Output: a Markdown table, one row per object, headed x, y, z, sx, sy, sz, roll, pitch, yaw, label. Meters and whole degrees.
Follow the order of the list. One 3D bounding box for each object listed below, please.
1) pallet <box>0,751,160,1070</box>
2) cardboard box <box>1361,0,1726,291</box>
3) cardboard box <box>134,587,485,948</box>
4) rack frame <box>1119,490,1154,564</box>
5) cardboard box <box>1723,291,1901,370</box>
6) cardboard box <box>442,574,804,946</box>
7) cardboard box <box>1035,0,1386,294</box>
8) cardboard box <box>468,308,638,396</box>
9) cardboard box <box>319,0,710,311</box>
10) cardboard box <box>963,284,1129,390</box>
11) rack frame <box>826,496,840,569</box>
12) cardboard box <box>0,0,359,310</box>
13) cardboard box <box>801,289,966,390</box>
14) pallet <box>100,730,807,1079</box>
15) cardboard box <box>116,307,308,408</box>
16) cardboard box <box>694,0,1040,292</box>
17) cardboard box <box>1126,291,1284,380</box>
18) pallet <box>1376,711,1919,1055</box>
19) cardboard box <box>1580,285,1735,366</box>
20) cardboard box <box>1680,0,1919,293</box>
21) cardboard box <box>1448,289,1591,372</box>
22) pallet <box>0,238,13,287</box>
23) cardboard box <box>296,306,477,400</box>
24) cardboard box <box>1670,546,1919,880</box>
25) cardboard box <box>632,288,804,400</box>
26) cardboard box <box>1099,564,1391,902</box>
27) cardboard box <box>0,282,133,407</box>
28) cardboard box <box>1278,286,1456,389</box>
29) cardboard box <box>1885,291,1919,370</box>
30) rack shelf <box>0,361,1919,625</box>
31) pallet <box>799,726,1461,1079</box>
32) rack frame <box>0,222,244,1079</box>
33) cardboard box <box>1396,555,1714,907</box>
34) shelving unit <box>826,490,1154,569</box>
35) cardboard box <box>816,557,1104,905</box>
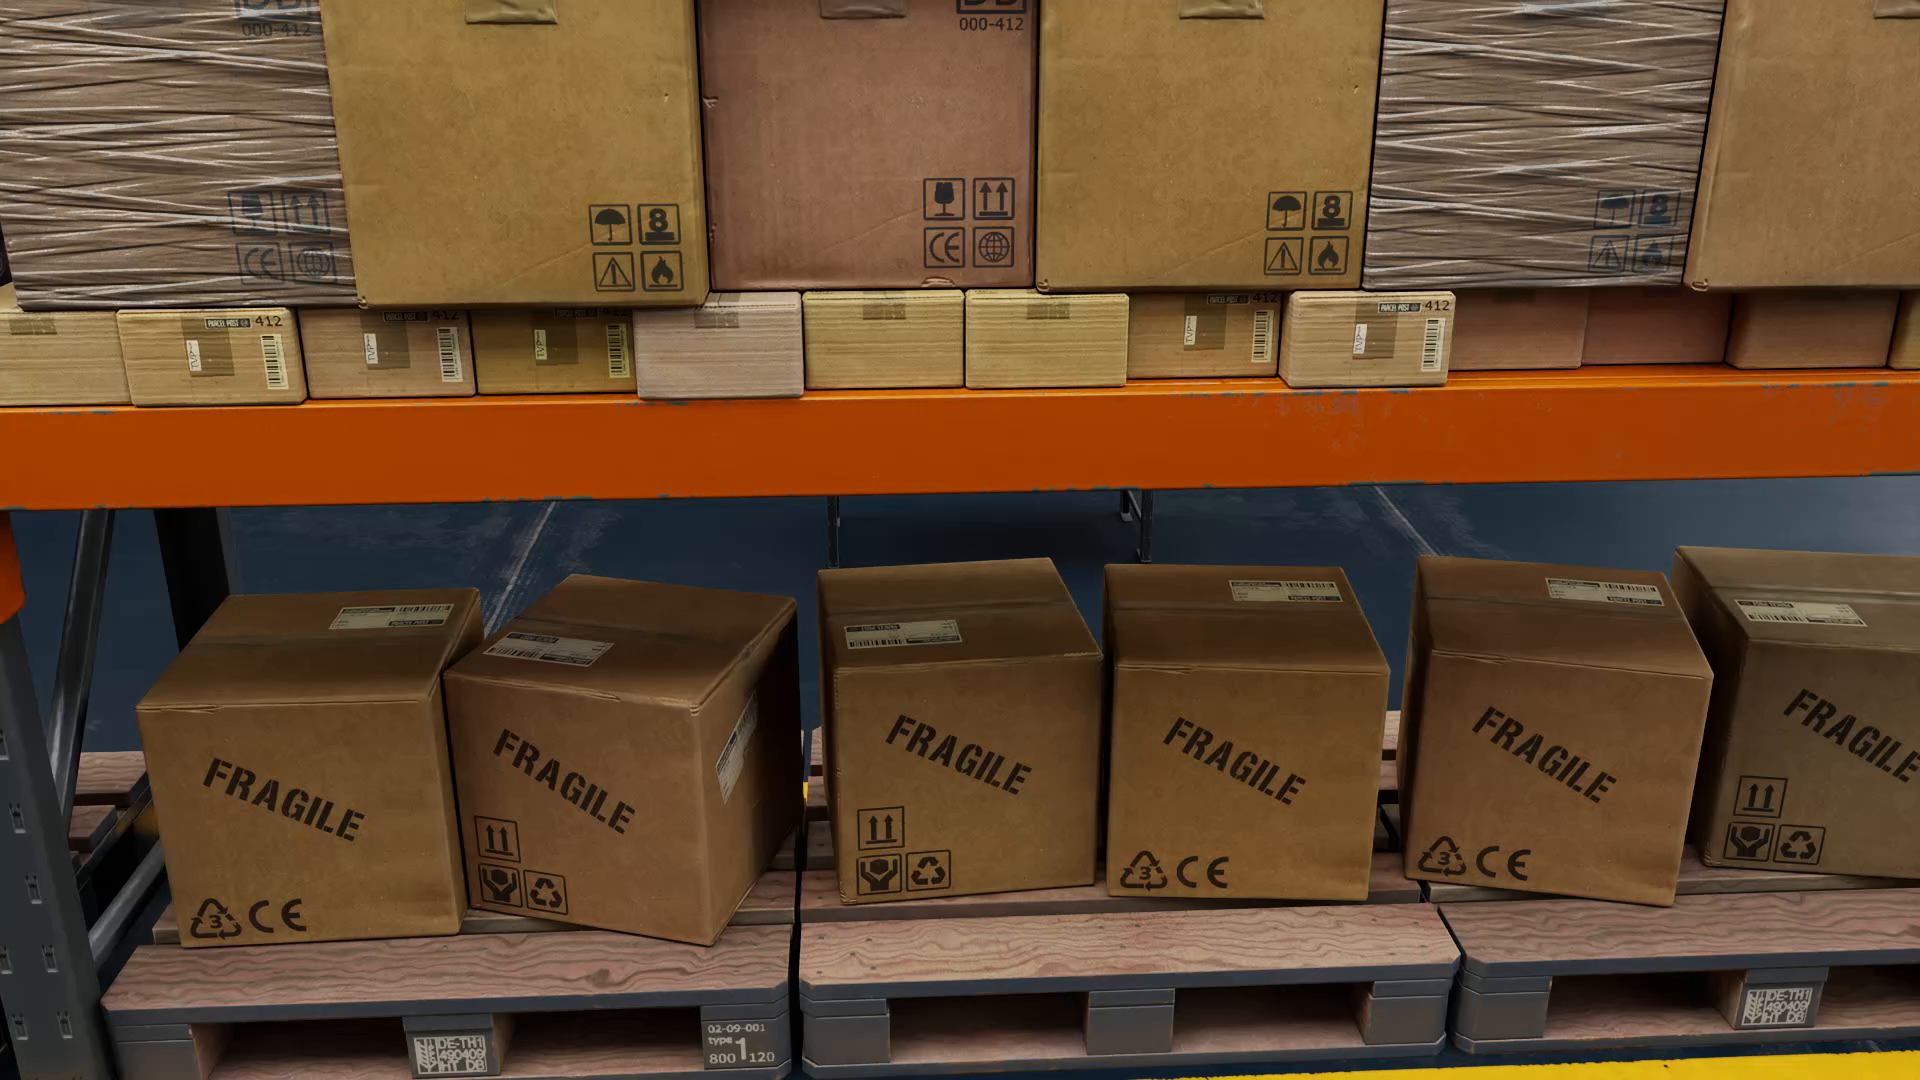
| x | y | z | sx | sy | sz | roll | pitch | yaw | label |
| --- | --- | --- | --- | --- | --- | --- | --- | --- | --- |
| -2.382 | 0.765 | 3.315 | 1.213 | 0.211 | 1.003 | -1 | 21 | -3 | pallet |
| 0.844 | -0.772 | 2.876 | 0.500 | 0.500 | 0.875 | -1 | 21 | -3 | cardboard box |
| -1.204 | 0.424 | 3.216 | 0.500 | 0.500 | 0.500 | -2 | 21 | -5 | cardboard box |
| 0.593 | -0.713 | 5.386 | 0.032 | 1.500 | 0.500 | -1 | 21 | -3 | rack frame |
| 1.369 | -0.411 | 2.839 | 0.250 | 0.149 | 0.380 | -1 | 21 | -3 | cardboard box |
| -0.632 | 0.409 | 3.253 | 0.500 | 0.500 | 0.500 | 5 | 22 | 14 | cardboard box |
| 0.344 | -0.766 | 2.860 | 0.500 | 0.500 | 0.875 | -1 | 21 | -3 | cardboard box |
| -0.626 | -0.358 | 2.700 | 0.250 | 0.149 | 0.380 | -1 | 21 | -3 | cardboard box |
| -0.651 | -0.725 | 2.751 | 0.500 | 0.500 | 0.875 | -1 | 21 | -3 | cardboard box |
| 0.123 | -0.370 | 2.730 | 0.250 | 0.149 | 0.380 | -1 | 21 | -3 | cardboard box |
| -0.422 | -0.692 | 5.332 | 0.032 | 1.500 | 0.500 | -1 | 21 | -3 | rack frame |
| -1.152 | -0.727 | 2.757 | 0.500 | 0.500 | 0.875 | -1 | 21 | -3 | cardboard box |
| -0.127 | -0.369 | 2.727 | 0.250 | 0.149 | 0.380 | -1 | 21 | -3 | cardboard box |
| -0.937 | 0.723 | 3.427 | 1.213 | 0.211 | 1.003 | -1 | 21 | -3 | pallet |
| -1.123 | -0.335 | 2.638 | 0.250 | 0.149 | 0.380 | -1 | 21 | -3 | cardboard box |
| -0.158 | -0.771 | 2.872 | 0.500 | 0.500 | 0.875 | -1 | 21 | -3 | cardboard box |
| 0.370 | -0.391 | 2.785 | 0.250 | 0.149 | 0.380 | -1 | 21 | -3 | cardboard box |
| 1.499 | 0.673 | 3.557 | 1.213 | 0.211 | 1.003 | -1 | 21 | -3 | pallet |
| 1.117 | -0.421 | 2.864 | 0.250 | 0.149 | 0.380 | -1 | 21 | -3 | cardboard box |
| 1.345 | -0.767 | 2.862 | 0.500 | 0.500 | 0.875 | -1 | 21 | -3 | cardboard box |
| 0.869 | -0.408 | 2.830 | 0.250 | 0.149 | 0.380 | -1 | 21 | -3 | cardboard box |
| -2.376 | -0.501 | 2.991 | 1.213 | 0.211 | 1.003 | -1 | 21 | -3 | pallet |
| -0.875 | -0.350 | 2.678 | 0.250 | 0.149 | 0.380 | -1 | 21 | -3 | cardboard box |
| 1.764 | 0.343 | 3.427 | 0.500 | 0.500 | 0.500 | 3 | 21 | 7 | cardboard box |
| -0.374 | -0.349 | 2.675 | 0.250 | 0.149 | 0.380 | -1 | 21 | -3 | cardboard box |
| 0.543 | 0.373 | 3.348 | 0.500 | 0.500 | 0.500 | 1 | 21 | 2 | cardboard box |
| -1.373 | -0.335 | 2.637 | 0.250 | 0.149 | 0.380 | -1 | 21 | -3 | cardboard box |
| 0.624 | -0.371 | 2.734 | 0.250 | 0.149 | 0.380 | -1 | 21 | -3 | cardboard box |
| 1.619 | -0.411 | 2.838 | 0.250 | 0.149 | 0.380 | -1 | 21 | -3 | cardboard box |
| 0.392 | -0.259 | 3.096 | 4.000 | 0.370 | 1.077 | -1 | 21 | -3 | rack shelf |
| 0.284 | 0.697 | 3.495 | 1.213 | 0.211 | 1.003 | -1 | 21 | -3 | pallet |
| -1.605 | -0.554 | 2.862 | 0.127 | 3.000 | 1.000 | -1 | 21 | -3 | rack frame |
| 1.169 | 0.367 | 3.364 | 0.500 | 0.500 | 0.500 | 4 | 21 | 11 | cardboard box |
| 0.085 | -0.703 | 5.359 | 1.048 | 1.500 | 0.538 | -1 | 21 | -3 | shelving unit |
| -0.017 | 0.369 | 3.360 | 0.500 | 0.500 | 0.500 | -3 | 21 | -8 | cardboard box |
